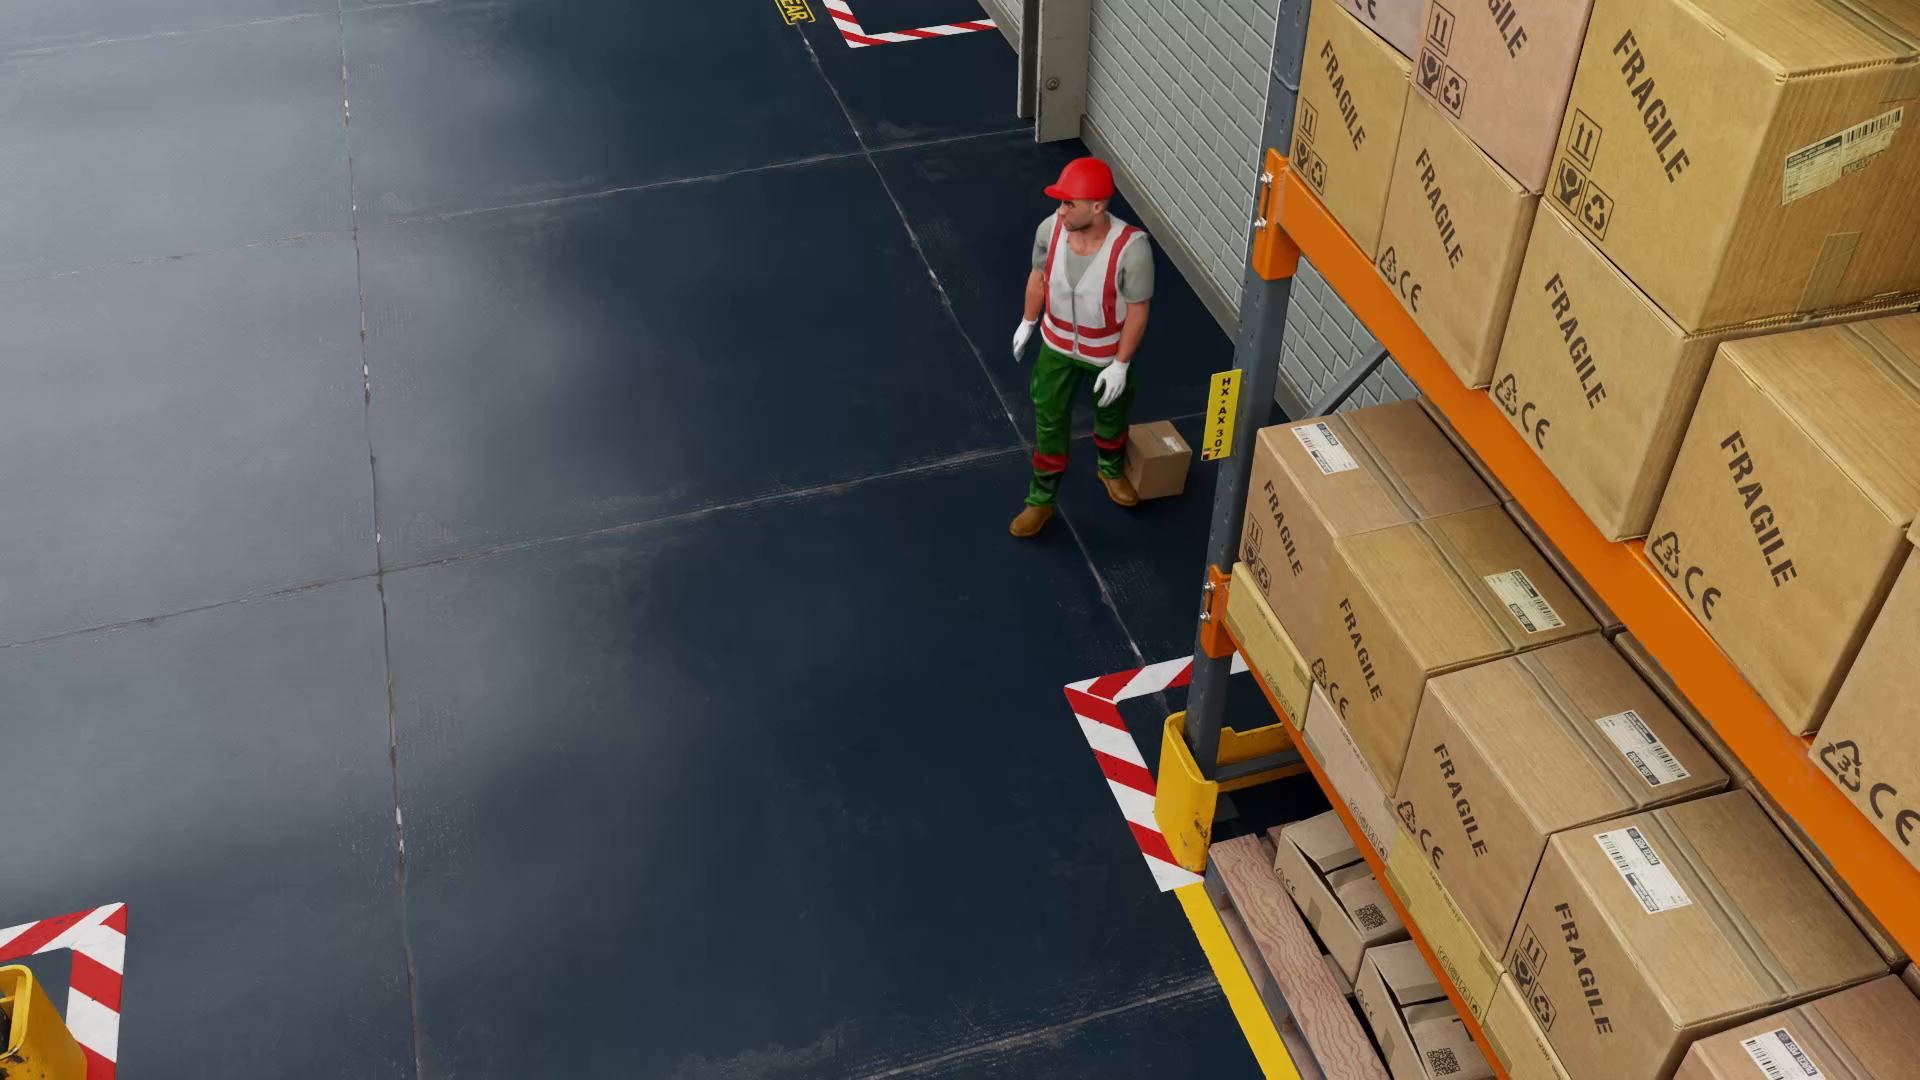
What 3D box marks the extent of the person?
[{"bbox_3d":[0.493,-0.803,7.015,0.614,1.783,0.655,16,44,17],"label":"person"}]
